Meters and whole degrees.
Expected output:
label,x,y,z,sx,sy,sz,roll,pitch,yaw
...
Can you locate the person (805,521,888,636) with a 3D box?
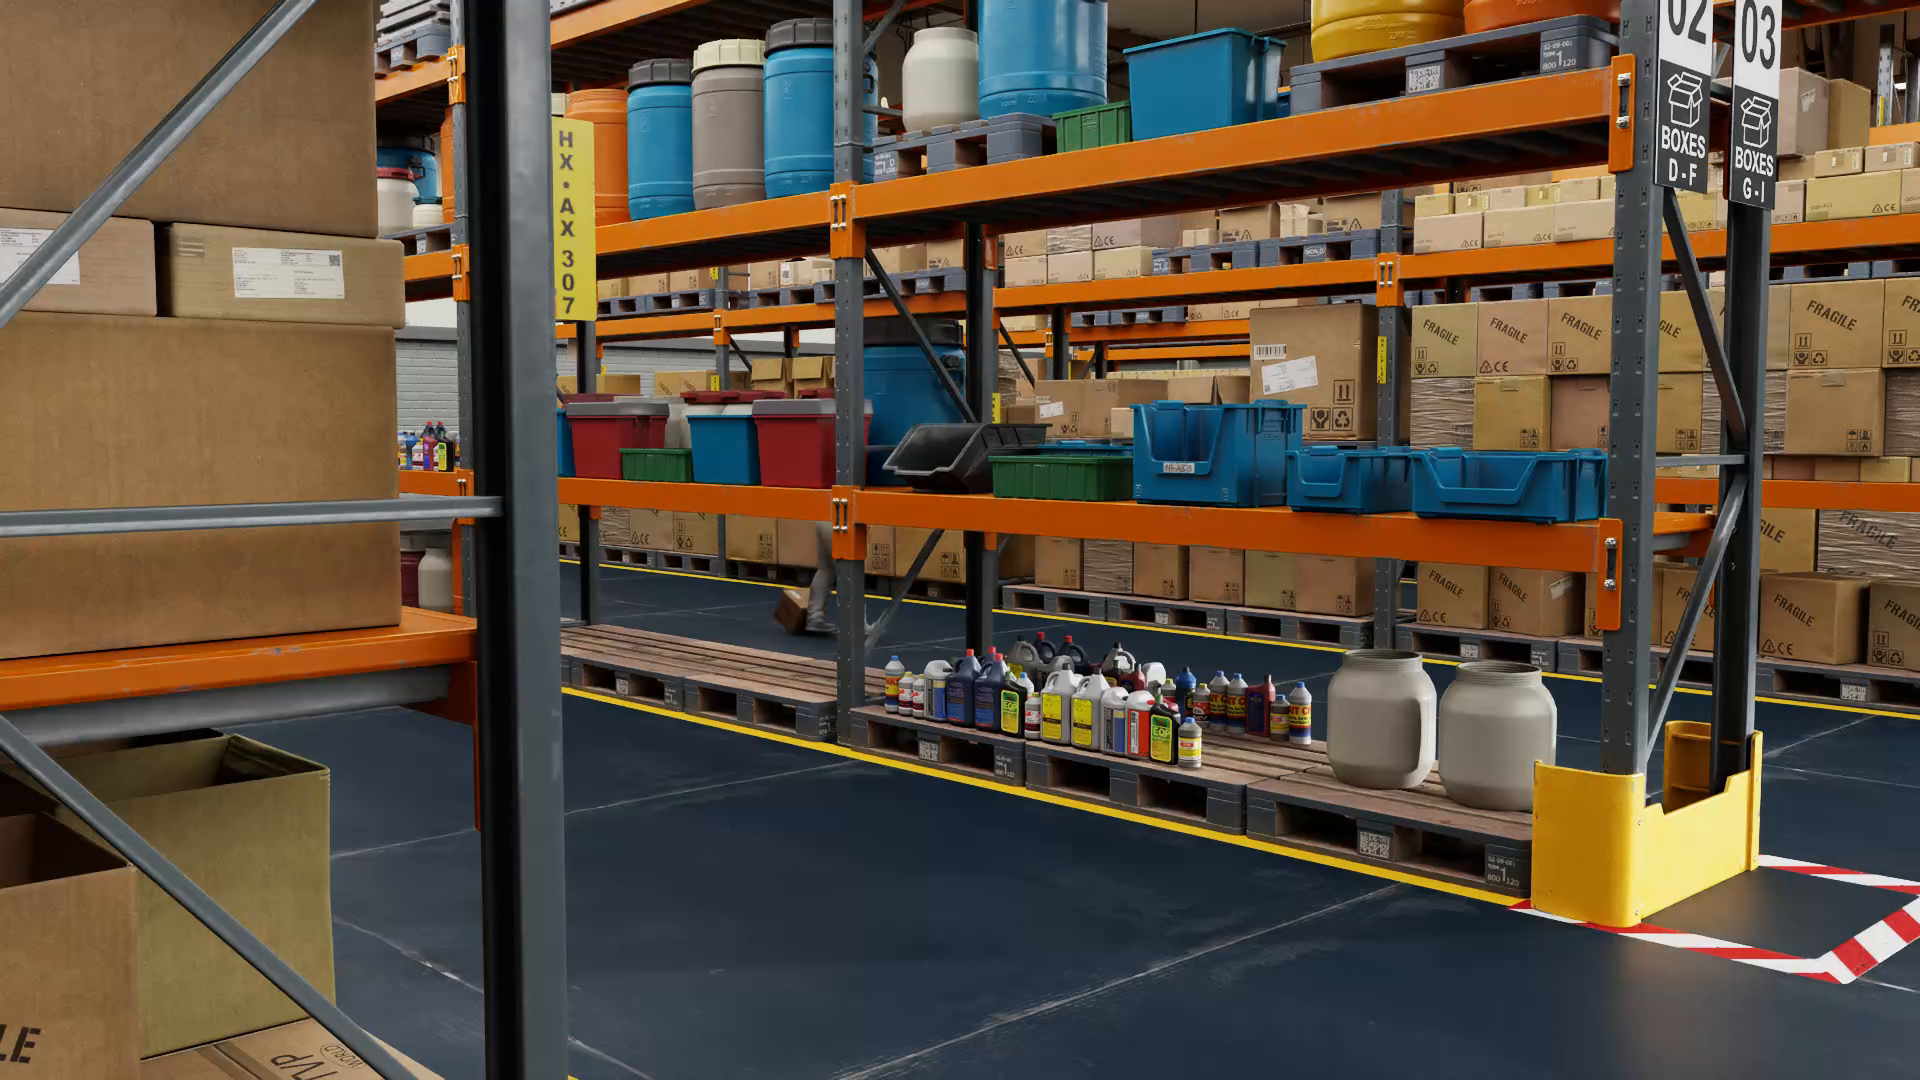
label,x,y,z,sx,sy,sz,roll,pitch,yaw
person,-0.875,-0.100,12.693,0.628,1.646,0.562,0,4,-5
